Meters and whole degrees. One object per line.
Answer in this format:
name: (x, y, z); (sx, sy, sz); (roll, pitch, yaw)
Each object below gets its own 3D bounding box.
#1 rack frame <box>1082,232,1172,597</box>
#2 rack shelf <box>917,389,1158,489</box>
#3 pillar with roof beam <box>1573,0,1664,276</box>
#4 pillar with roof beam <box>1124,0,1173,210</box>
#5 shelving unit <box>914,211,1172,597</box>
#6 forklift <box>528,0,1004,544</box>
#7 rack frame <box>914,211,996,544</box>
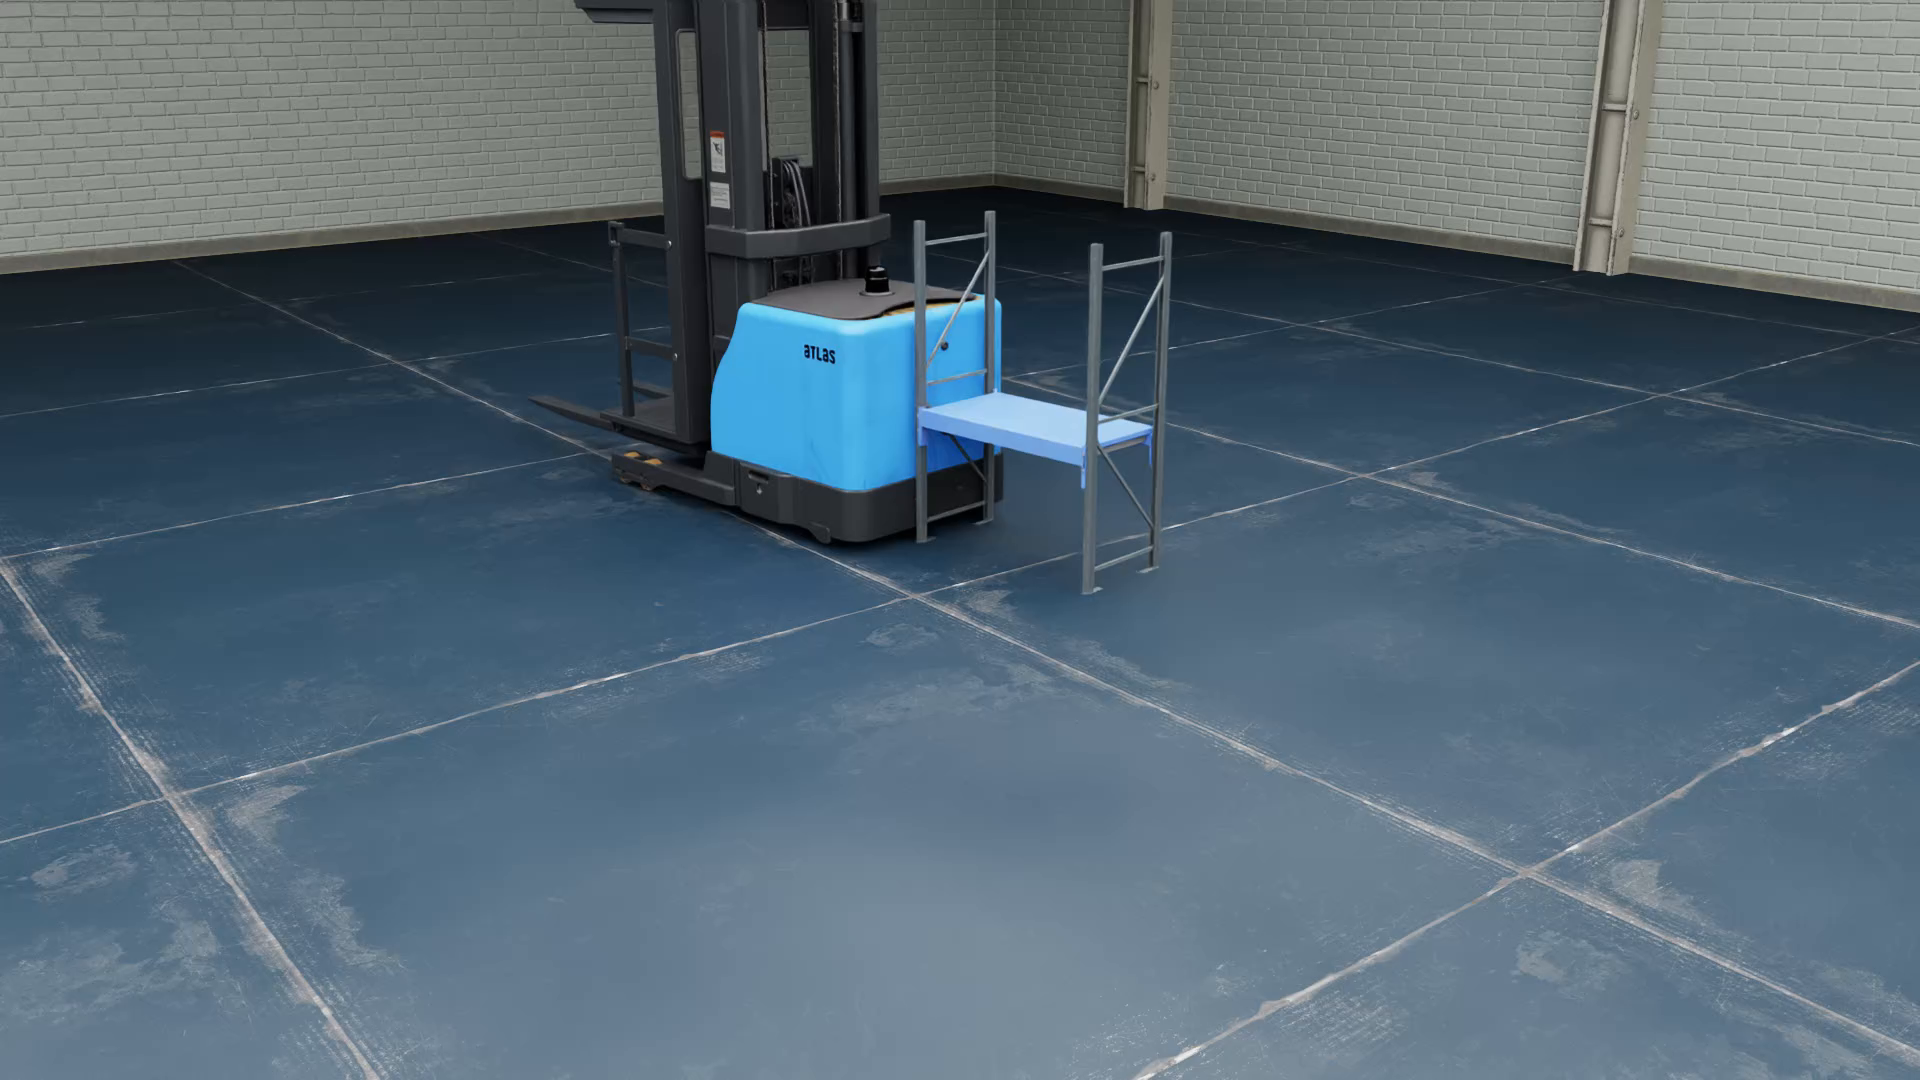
rack frame: (0.709, -0.529, 7.073); (0.032, 1.500, 0.500); (17, 25, 41)
rack shelf: (0.345, -0.469, 7.466); (1.000, 0.185, 0.538); (17, 25, 41)
pillar with roof beam: (2.546, -5.915, 11.411); (9.100, 9.000, 0.400); (-14, 23, -36)
pillar with roof beam: (-1.179, -7.394, 15.876); (9.100, 9.000, 0.400); (-14, 23, -36)
shelving unit: (0.345, -0.640, 7.410); (1.048, 1.500, 0.538); (17, 25, 41)
forklift: (-1.191, -1.749, 8.482); (3.031, 2.935, 1.130); (17, 25, 41)
rack frame: (-0.020, -0.752, 7.746); (0.032, 1.500, 0.500); (17, 25, 41)
